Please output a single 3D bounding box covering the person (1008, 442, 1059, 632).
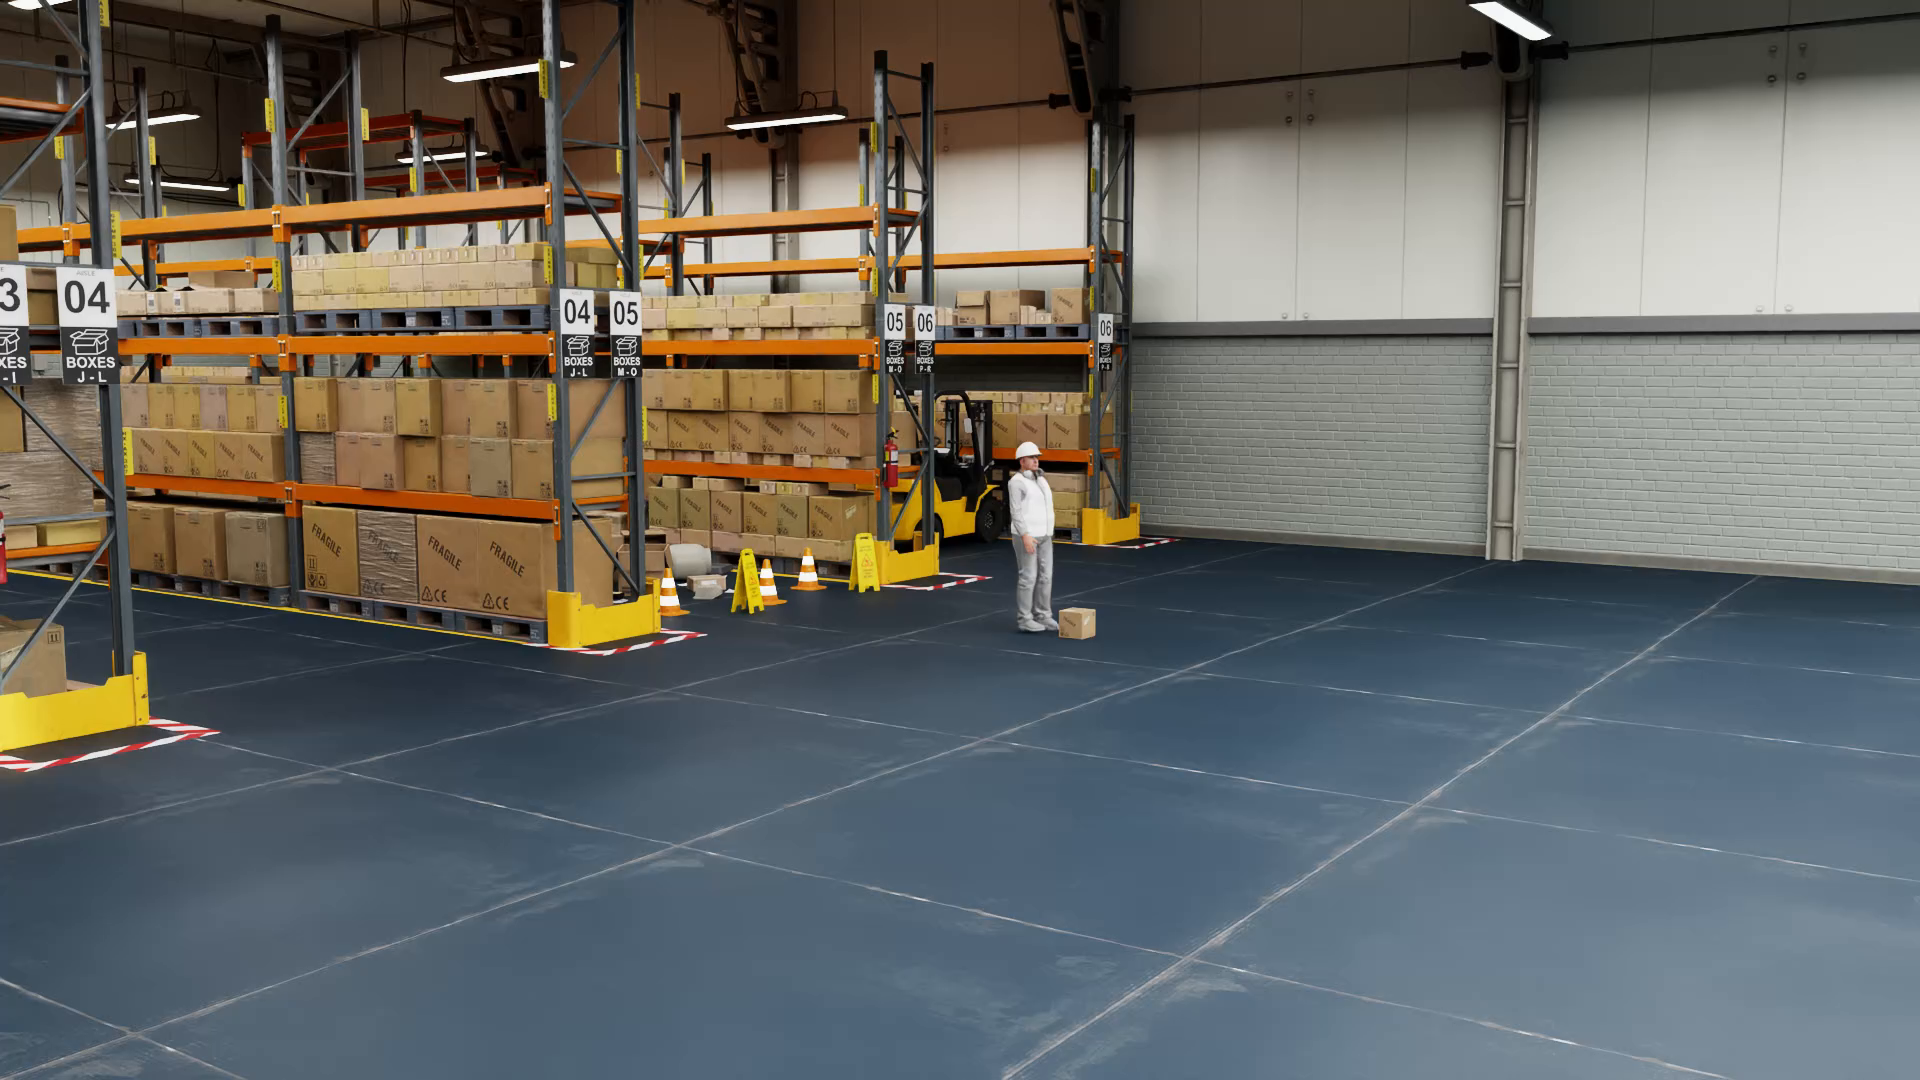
[{"bbox_3d":[0.709,-0.029,15.713,0.427,1.788,0.553,5,8,39],"label":"person"}]
